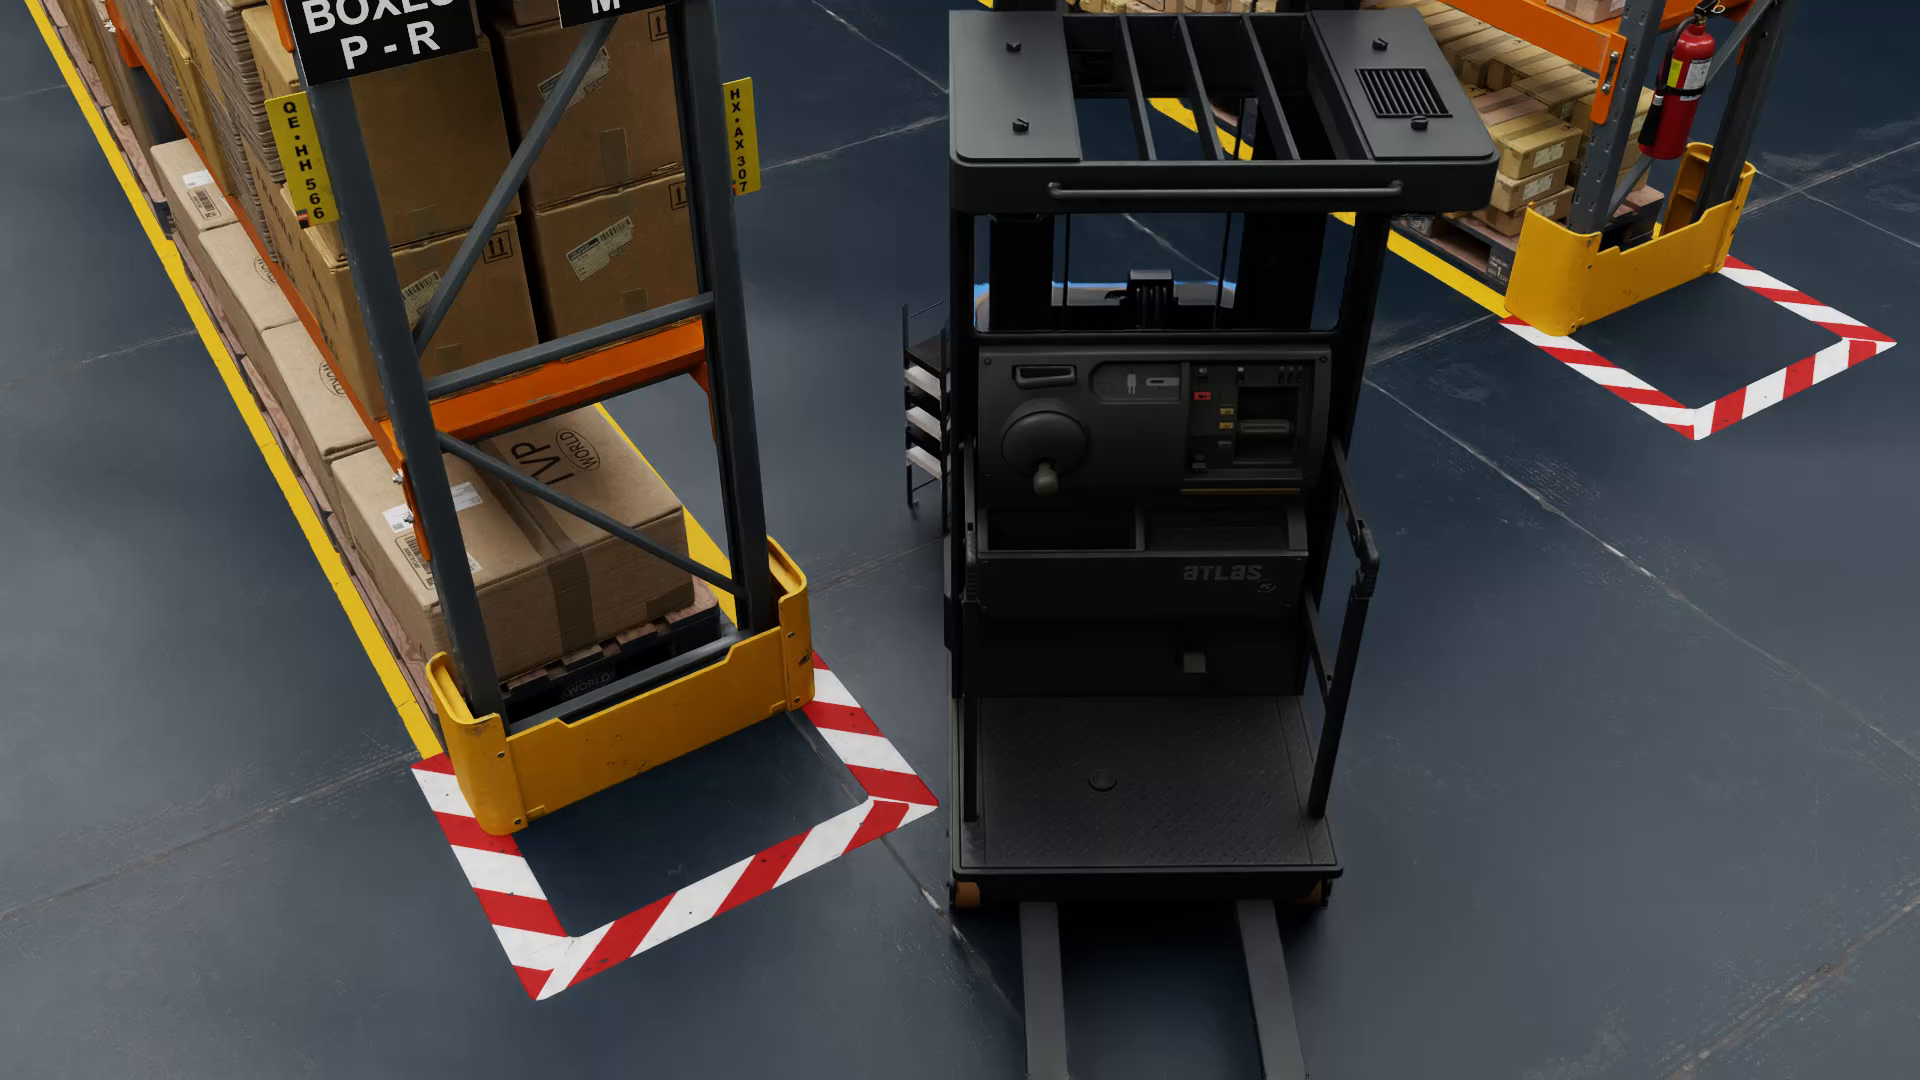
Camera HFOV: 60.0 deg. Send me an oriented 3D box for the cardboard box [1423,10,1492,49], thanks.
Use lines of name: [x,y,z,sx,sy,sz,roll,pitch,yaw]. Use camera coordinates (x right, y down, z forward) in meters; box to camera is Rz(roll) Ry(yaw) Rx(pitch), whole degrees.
cardboard box: [2.440,-2.524,8.370,0.380,0.149,0.250,-20,44,-23]

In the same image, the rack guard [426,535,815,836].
rack guard: [-1.050,0.448,5.322,1.175,0.500,0.348,-22,45,-24]

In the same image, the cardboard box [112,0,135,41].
cardboard box: [-3.182,-2.379,6.684,0.500,0.500,0.500,-21,44,-23]

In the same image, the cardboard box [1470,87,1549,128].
cardboard box: [2.472,-1.932,7.660,0.380,0.149,0.250,-21,44,-24]

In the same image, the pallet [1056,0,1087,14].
pallet: [1.297,-3.021,9.711,1.003,0.211,1.213,-22,45,-24]

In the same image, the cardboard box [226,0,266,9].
cardboard box: [-1.791,-1.561,4.414,0.380,0.149,0.250,-23,45,-25]

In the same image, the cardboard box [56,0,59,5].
cardboard box: [-5.063,-3.787,9.783,0.875,0.875,0.875,-23,45,-25]

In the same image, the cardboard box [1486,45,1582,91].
cardboard box: [2.784,-2.265,8.060,0.380,0.149,0.250,-22,45,-25]

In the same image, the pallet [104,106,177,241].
pallet: [-3.692,-2.003,8.489,1.003,0.211,1.213,-22,45,-24]

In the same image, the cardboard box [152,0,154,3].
cardboard box: [-2.629,-2.211,5.701,0.500,0.500,0.500,-21,44,-24]

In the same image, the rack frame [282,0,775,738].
rack frame: [-1.063,-0.525,4.537,1.000,3.000,0.127,-22,45,-24]

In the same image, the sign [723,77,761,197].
sign: [-0.591,-1.076,4.460,0.100,0.325,0.005,-22,45,-24]

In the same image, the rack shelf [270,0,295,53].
rack shelf: [-2.138,-2.481,5.103,1.077,0.370,4.000,-22,45,-24]

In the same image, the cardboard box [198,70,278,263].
cardboard box: [-2.087,-1.283,5.369,0.500,0.500,0.500,-21,44,-23]

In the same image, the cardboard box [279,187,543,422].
cardboard box: [-1.545,-0.733,4.708,0.500,0.500,0.500,-22,45,-24]

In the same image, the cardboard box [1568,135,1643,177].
cardboard box: [2.991,-1.835,7.776,0.380,0.149,0.250,-20,44,-23]

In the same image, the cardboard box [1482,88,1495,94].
cardboard box: [2.685,-2.104,8.098,0.380,0.149,0.250,-22,44,-24]

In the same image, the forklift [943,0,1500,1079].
forklift: [0.518,-0.239,4.248,1.130,2.935,3.031,0,40,0]

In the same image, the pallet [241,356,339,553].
pallet: [-2.210,-0.516,6.705,1.003,0.211,1.213,-22,45,-24]

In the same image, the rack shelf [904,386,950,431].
rack shelf: [-0.043,-0.522,6.085,0.258,0.077,0.200,-30,48,-31]

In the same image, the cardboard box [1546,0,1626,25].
cardboard box: [2.643,-2.266,6.822,0.380,0.149,0.250,-22,45,-24]

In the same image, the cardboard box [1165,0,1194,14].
cardboard box: [1.347,-2.946,9.108,0.380,0.149,0.250,-25,46,-26]

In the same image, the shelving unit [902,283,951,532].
shelving unit: [-0.043,-0.478,6.121,0.258,0.900,0.210,-30,48,-31]

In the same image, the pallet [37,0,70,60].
pallet: [-5.004,-3.320,10.070,1.003,0.211,1.213,-22,45,-24]

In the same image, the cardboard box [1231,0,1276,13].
cardboard box: [1.636,-2.774,8.670,0.380,0.149,0.250,-24,45,-26]

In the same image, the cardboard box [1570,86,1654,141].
cardboard box: [3.061,-1.978,7.715,0.380,0.149,0.250,-24,46,-26]

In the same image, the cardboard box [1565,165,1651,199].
cardboard box: [3.045,-1.743,7.897,0.380,0.149,0.250,-21,44,-24]

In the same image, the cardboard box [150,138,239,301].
cardboard box: [-2.966,-1.485,7.363,0.875,0.438,0.875,-23,45,-25]

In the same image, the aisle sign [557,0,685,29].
aisle sign: [-0.779,-1.585,3.778,0.394,0.787,0.004,-22,45,-24]

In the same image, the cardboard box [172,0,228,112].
cardboard box: [-2.092,-1.666,5.047,0.500,0.500,0.500,-22,45,-25]

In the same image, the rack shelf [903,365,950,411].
rack shelf: [-0.043,-0.591,6.027,0.258,0.077,0.200,-30,48,-31]

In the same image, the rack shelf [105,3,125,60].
rack shelf: [-4.289,-3.487,8.654,1.077,0.370,4.000,-22,45,-24]

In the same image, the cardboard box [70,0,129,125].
cardboard box: [-4.107,-2.821,8.624,0.875,0.875,0.875,-21,44,-23]

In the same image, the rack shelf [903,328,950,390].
rack shelf: [-0.043,-0.660,5.969,0.258,0.077,0.200,-30,48,-31]

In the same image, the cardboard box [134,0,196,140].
cardboard box: [-2.653,-1.835,6.031,0.500,0.500,0.500,-22,45,-24]

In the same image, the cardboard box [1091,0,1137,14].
cardboard box: [0.974,-3.058,9.476,0.380,0.149,0.250,-21,44,-23]

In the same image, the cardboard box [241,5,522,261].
cardboard box: [-1.523,-1.126,4.399,0.500,0.500,0.500,-21,44,-23]

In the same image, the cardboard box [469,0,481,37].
cardboard box: [-1.424,-1.322,4.127,0.380,0.149,0.250,-22,44,-24]

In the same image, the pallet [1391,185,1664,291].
pallet: [2.609,-1.704,8.130,1.003,0.211,1.213,-22,45,-24]

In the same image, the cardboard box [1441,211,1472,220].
cardboard box: [2.374,-1.666,7.805,0.380,0.149,0.250,-21,44,-23]

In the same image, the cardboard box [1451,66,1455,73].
cardboard box: [2.139,-2.190,7.969,0.380,0.149,0.250,-24,45,-26]

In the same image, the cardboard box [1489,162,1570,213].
cardboard box: [2.532,-1.651,7.554,0.380,0.149,0.250,-23,45,-25]

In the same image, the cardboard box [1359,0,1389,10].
cardboard box: [2.121,-2.784,8.682,0.380,0.149,0.250,-22,45,-24]

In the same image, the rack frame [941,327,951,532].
rack frame: [0.024,-0.430,6.063,0.240,0.900,0.006,-30,48,-31]

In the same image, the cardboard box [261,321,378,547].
cardboard box: [-2.001,-0.515,6.198,0.875,0.438,0.875,-21,44,-23]
